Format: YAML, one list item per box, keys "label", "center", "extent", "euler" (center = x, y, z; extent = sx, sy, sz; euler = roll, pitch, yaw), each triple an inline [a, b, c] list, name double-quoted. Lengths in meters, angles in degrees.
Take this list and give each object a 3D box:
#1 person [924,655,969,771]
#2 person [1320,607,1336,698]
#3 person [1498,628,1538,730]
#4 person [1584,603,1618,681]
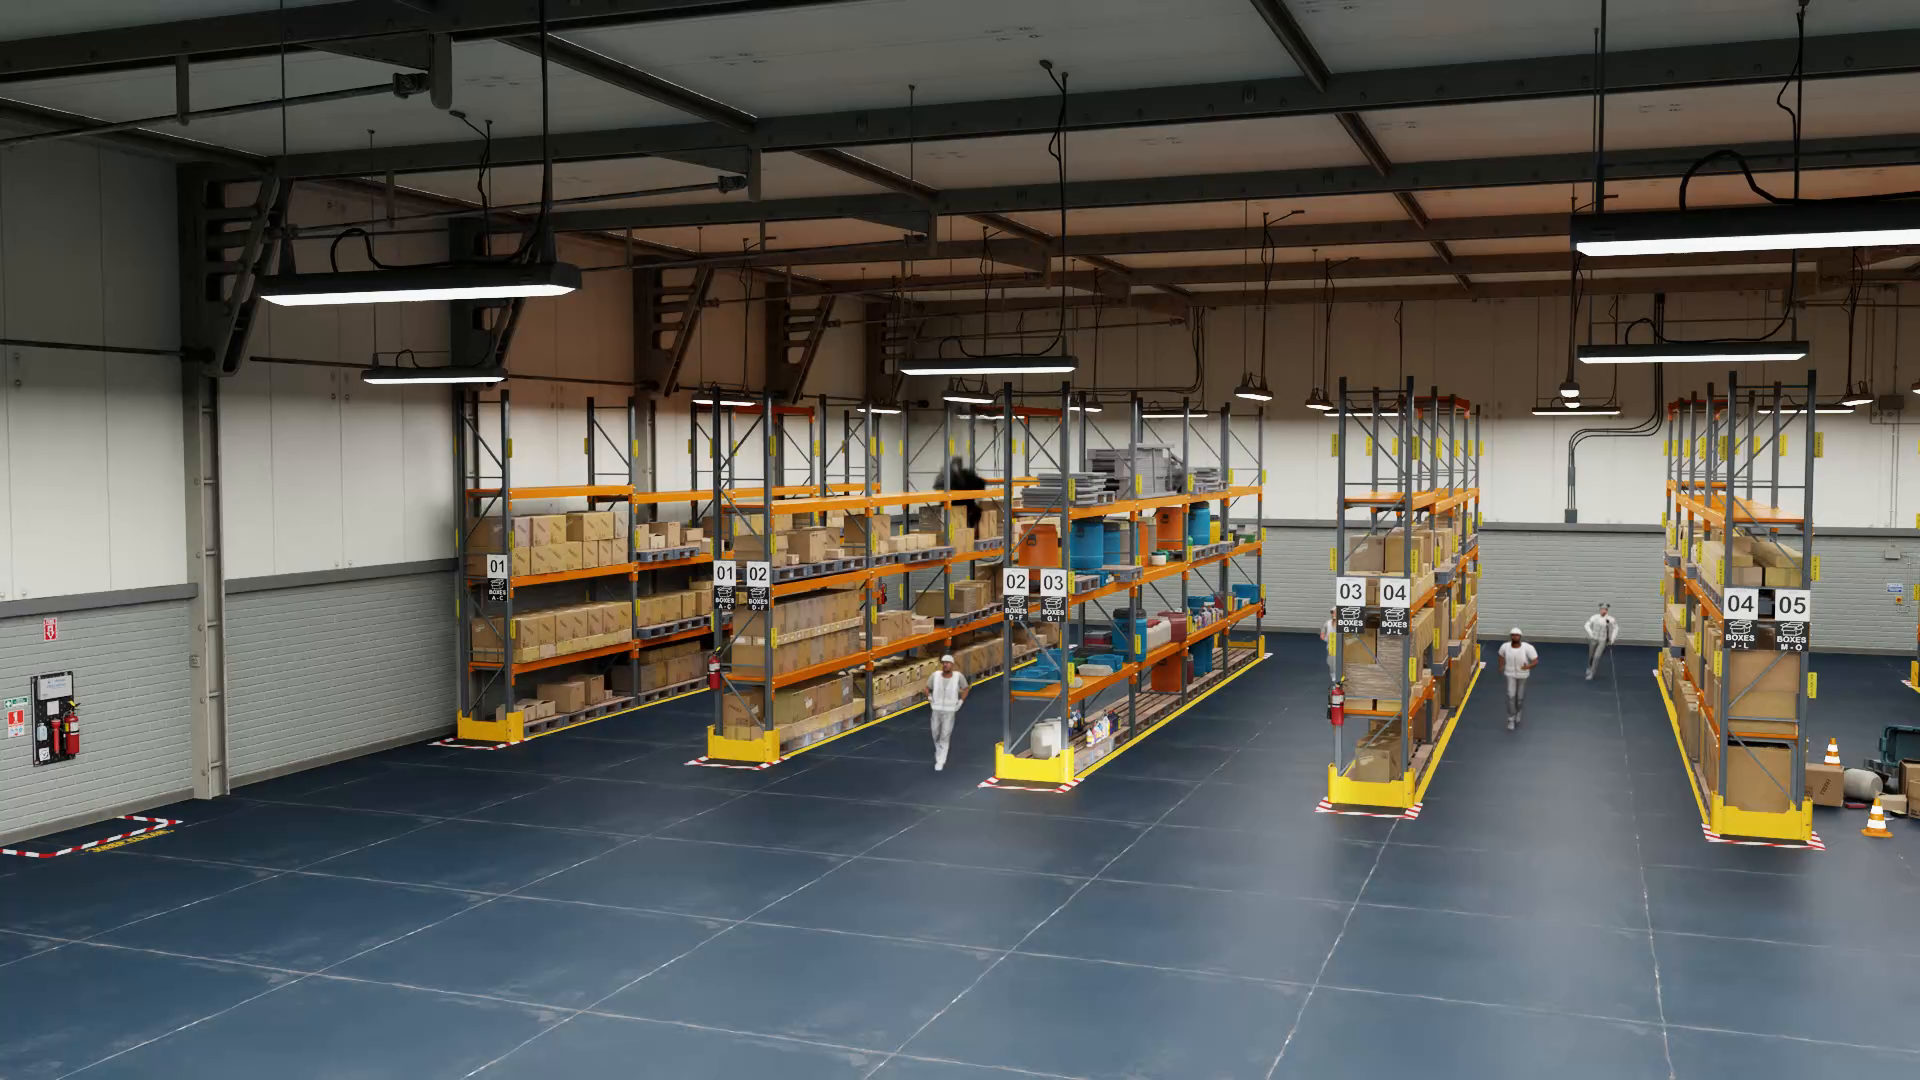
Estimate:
- label: "person"
  center: [-0.217, 2.686, 26.186]
  extent: [0.693, 1.782, 0.833]
  euler: [1, 3, 10]
- label: "person"
  center: [7.647, 2.247, 33.715]
  extent: [0.670, 1.797, 1.002]
  euler: [2, 4, 29]
- label: "person"
  center: [10.017, 2.472, 29.859]
  extent: [0.690, 1.814, 0.816]
  euler: [1, 3, 20]
- label: "person"
  center: [13.852, 2.178, 35.979]
  extent: [0.674, 1.658, 0.924]
  euler: [2, 4, 30]
